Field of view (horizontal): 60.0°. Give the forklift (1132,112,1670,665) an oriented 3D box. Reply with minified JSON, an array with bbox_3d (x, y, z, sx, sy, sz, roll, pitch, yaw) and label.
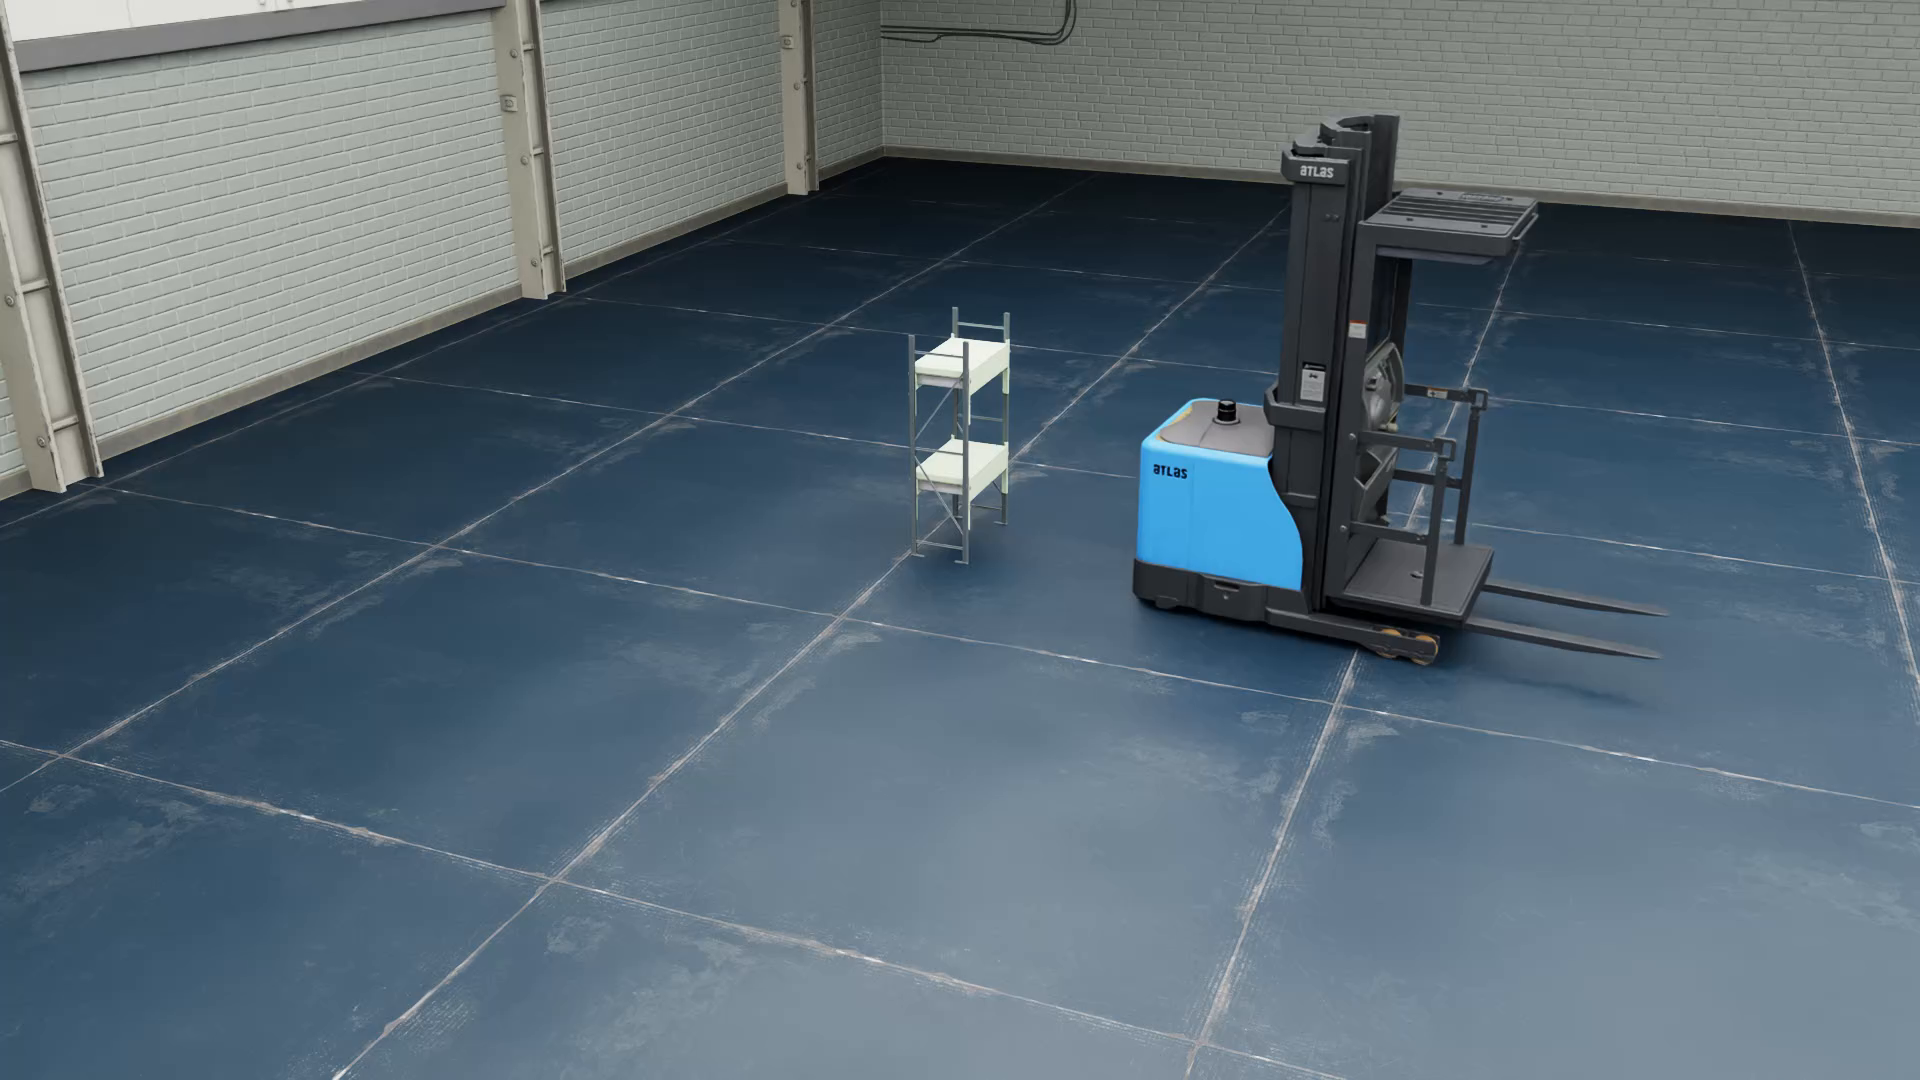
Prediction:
[{"bbox_3d":[2.623,-0.870,9.531,3.031,2.935,1.130,11,25,24],"label":"forklift"}]

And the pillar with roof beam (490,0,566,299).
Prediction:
[{"bbox_3d":[-0.370,-6.117,14.219,9.100,9.000,0.400,9,24,20],"label":"pillar with roof beam"}]

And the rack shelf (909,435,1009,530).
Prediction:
[{"bbox_3d":[0.002,-0.394,11.092,0.431,0.370,0.720,9,24,20],"label":"rack shelf"}]

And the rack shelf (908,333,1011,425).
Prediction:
[{"bbox_3d":[0.002,-1.055,10.816,0.431,0.370,0.720,9,24,20],"label":"rack shelf"}]

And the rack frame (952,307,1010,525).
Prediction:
[{"bbox_3d":[0.138,-0.825,11.280,0.400,1.500,0.023,9,24,20],"label":"rack frame"}]

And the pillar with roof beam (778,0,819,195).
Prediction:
[{"bbox_3d":[1.859,-8.264,19.360,9.100,9.000,0.400,9,24,20],"label":"pillar with roof beam"}]

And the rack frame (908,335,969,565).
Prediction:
[{"bbox_3d":[-0.133,-0.563,10.653,0.400,1.500,0.023,9,24,20],"label":"rack frame"}]

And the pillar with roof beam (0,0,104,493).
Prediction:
[{"bbox_3d":[-2.599,-3.970,9.079,9.100,9.000,0.400,9,24,20],"label":"pillar with roof beam"}]

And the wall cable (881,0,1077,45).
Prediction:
[{"bbox_3d":[0.184,-8.313,23.504,3.097,2.526,0.112,9,24,20],"label":"wall cable"}]

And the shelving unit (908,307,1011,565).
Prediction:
[{"bbox_3d":[0.002,-0.694,10.967,0.431,1.500,0.755,9,24,20],"label":"shelving unit"}]
